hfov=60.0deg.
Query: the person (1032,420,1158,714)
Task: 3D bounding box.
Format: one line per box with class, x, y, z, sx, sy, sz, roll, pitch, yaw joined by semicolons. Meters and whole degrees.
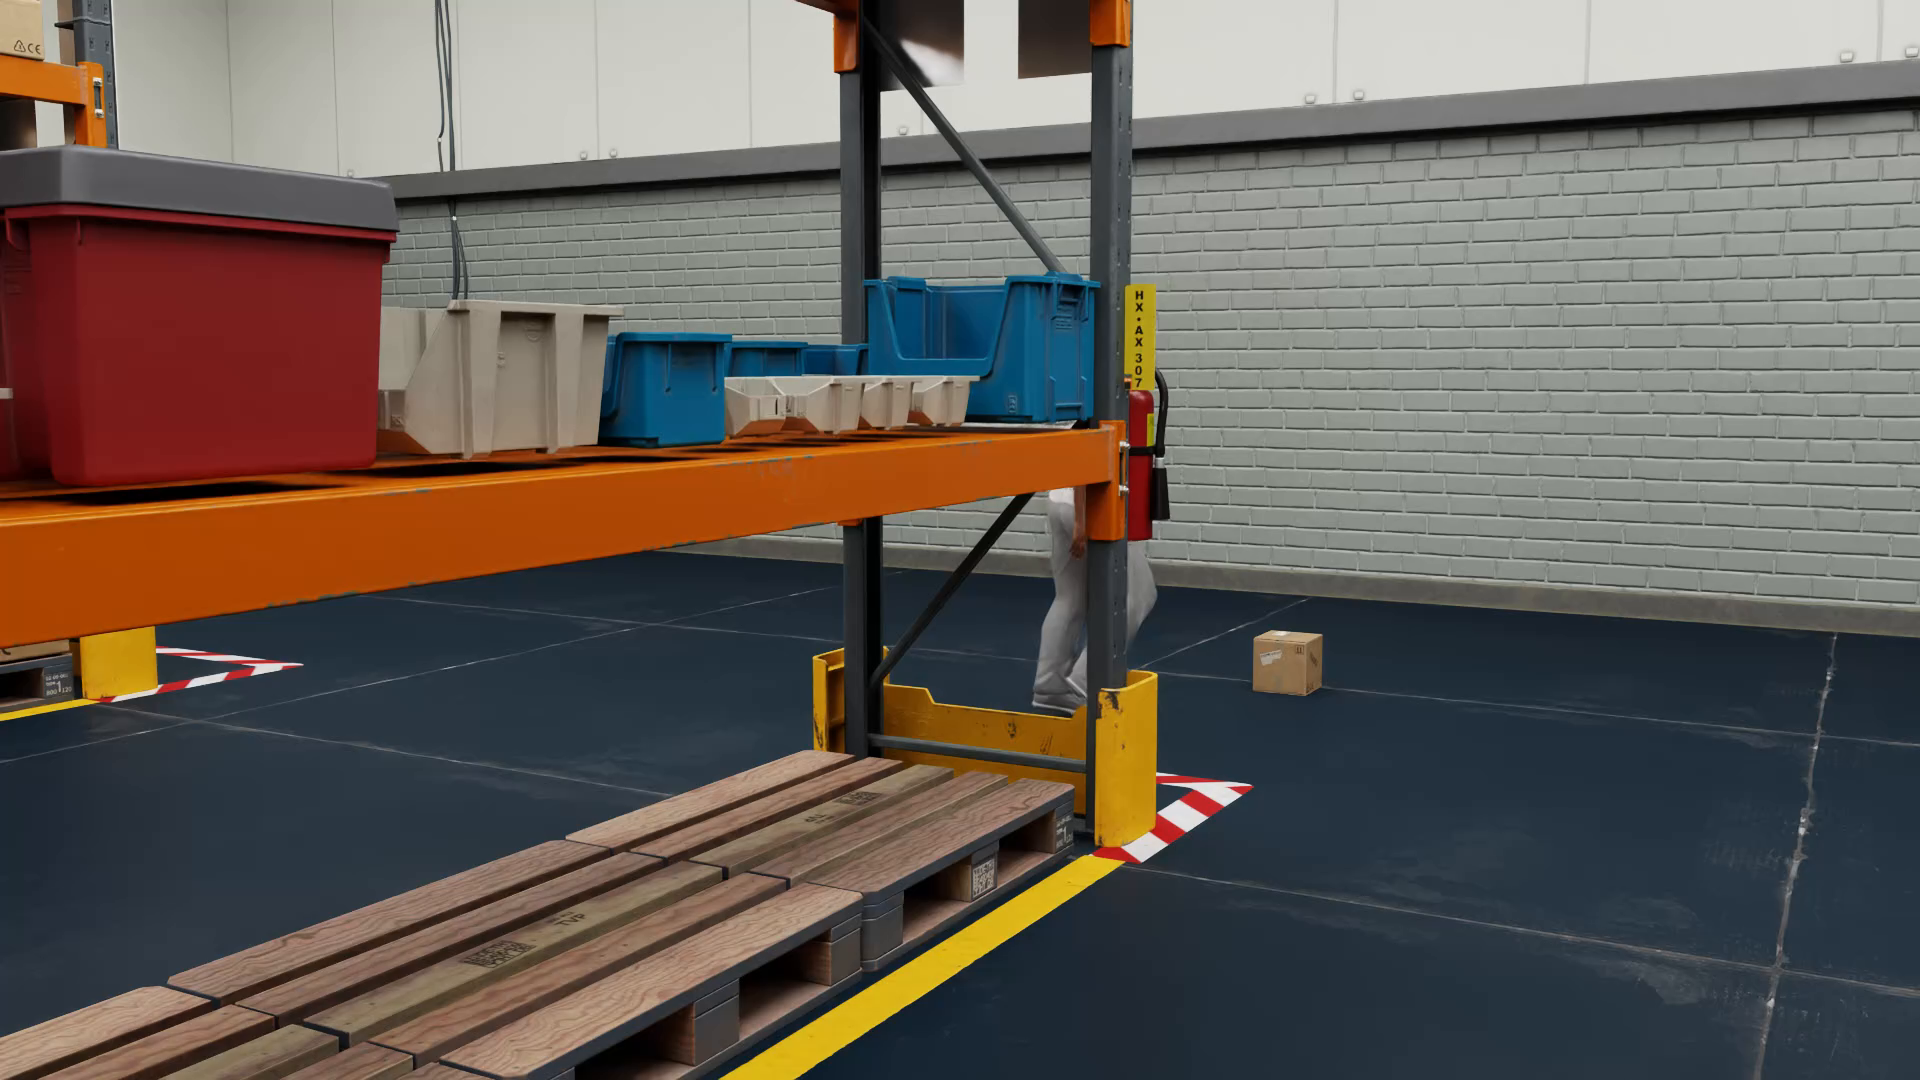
person;0.558;-0.096;6.992;0.487;1.673;0.515;-1;6;-10
